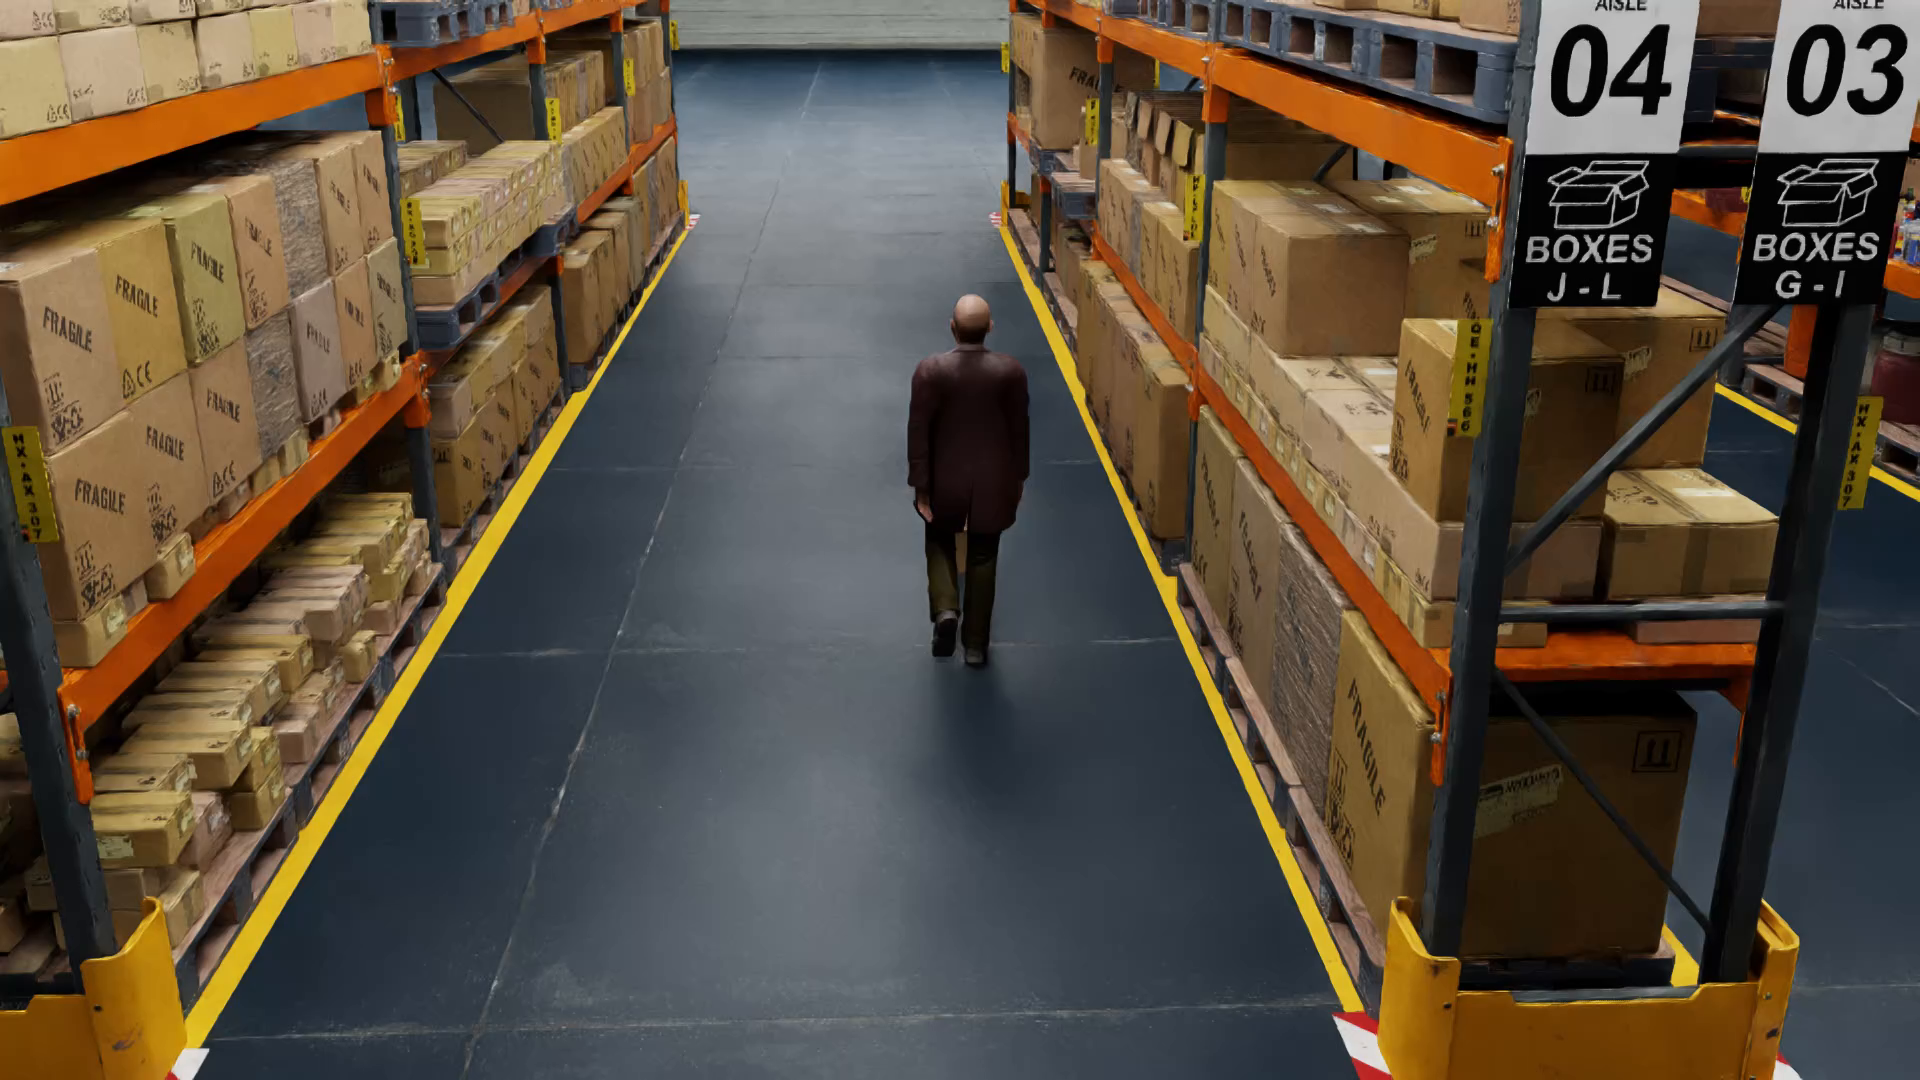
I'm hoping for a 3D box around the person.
[{"bbox_3d":[0.043,-0.282,7.820,0.571,1.783,0.518,0,20,1],"label":"person"}]
